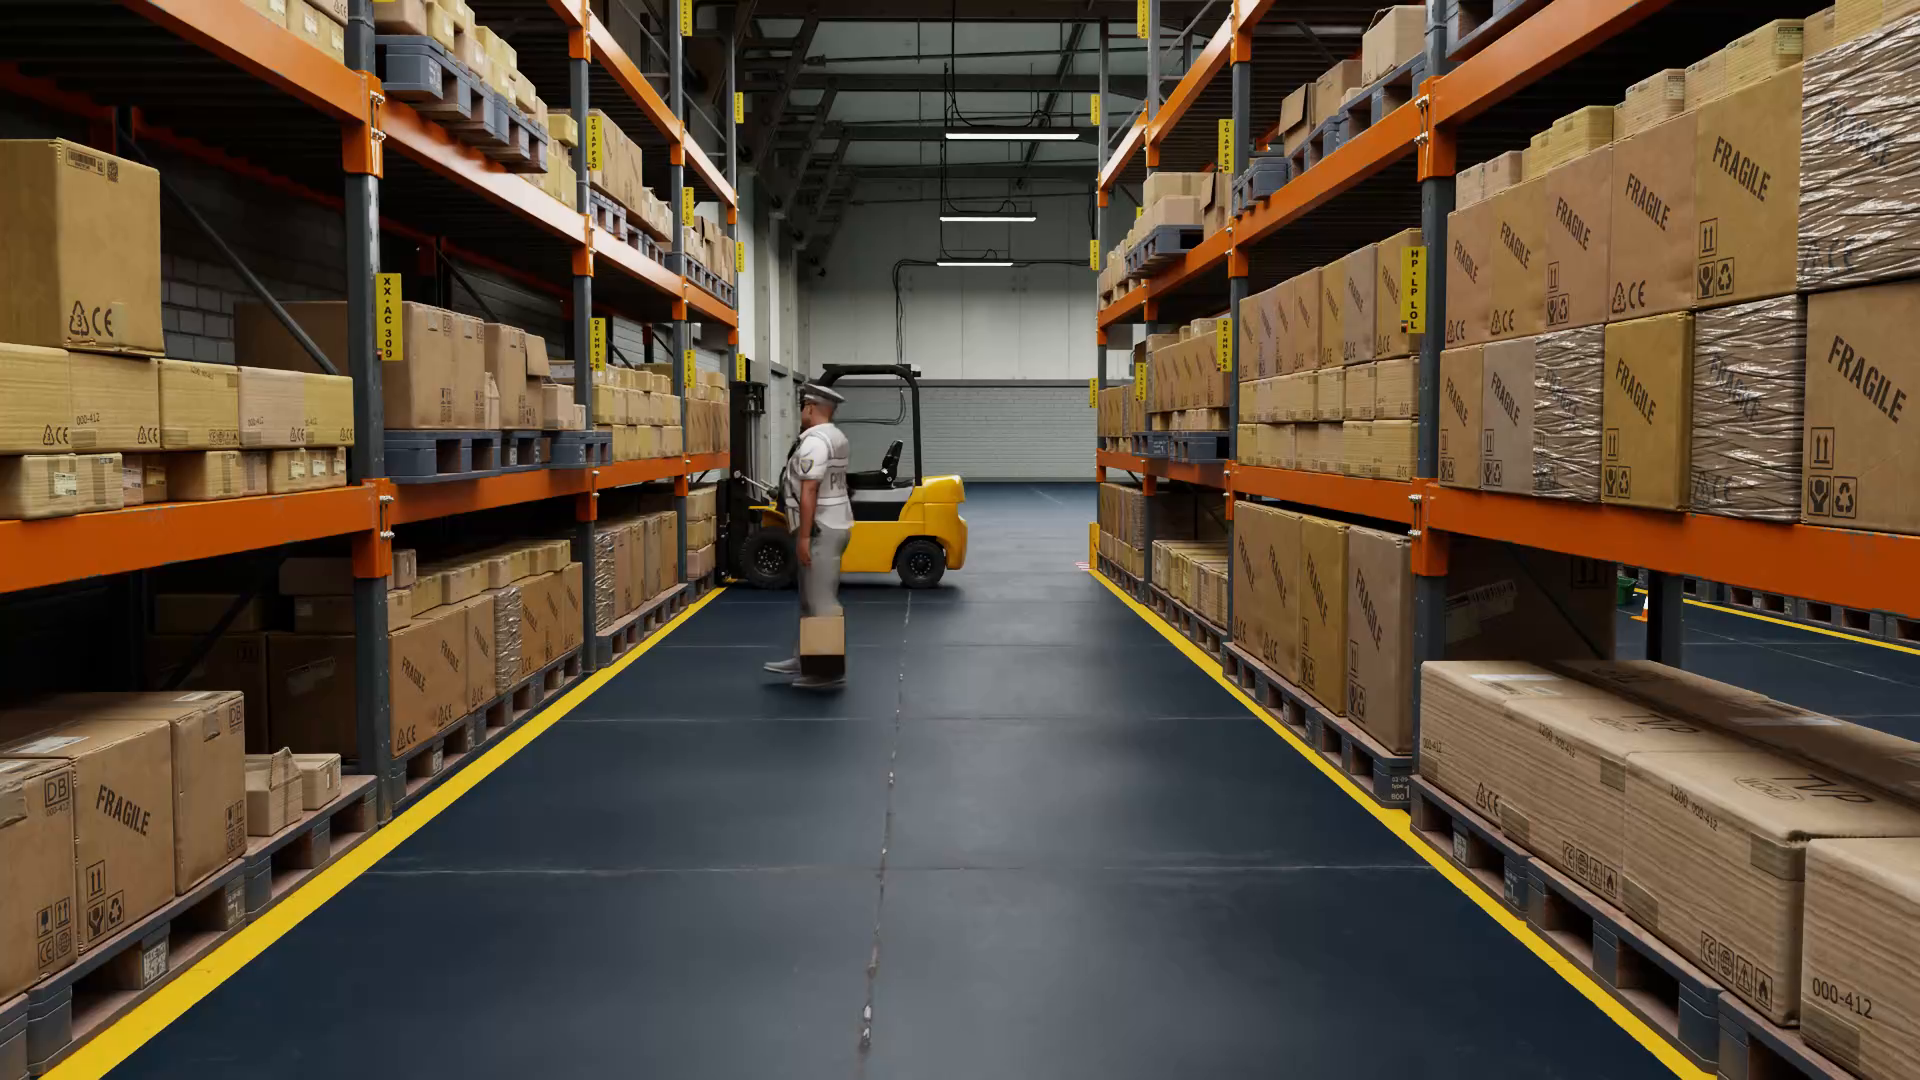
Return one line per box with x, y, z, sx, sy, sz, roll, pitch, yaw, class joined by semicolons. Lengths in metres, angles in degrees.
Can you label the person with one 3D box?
-0.911;-0.038;9.817;0.559;1.770;0.580;0;4;8;person
